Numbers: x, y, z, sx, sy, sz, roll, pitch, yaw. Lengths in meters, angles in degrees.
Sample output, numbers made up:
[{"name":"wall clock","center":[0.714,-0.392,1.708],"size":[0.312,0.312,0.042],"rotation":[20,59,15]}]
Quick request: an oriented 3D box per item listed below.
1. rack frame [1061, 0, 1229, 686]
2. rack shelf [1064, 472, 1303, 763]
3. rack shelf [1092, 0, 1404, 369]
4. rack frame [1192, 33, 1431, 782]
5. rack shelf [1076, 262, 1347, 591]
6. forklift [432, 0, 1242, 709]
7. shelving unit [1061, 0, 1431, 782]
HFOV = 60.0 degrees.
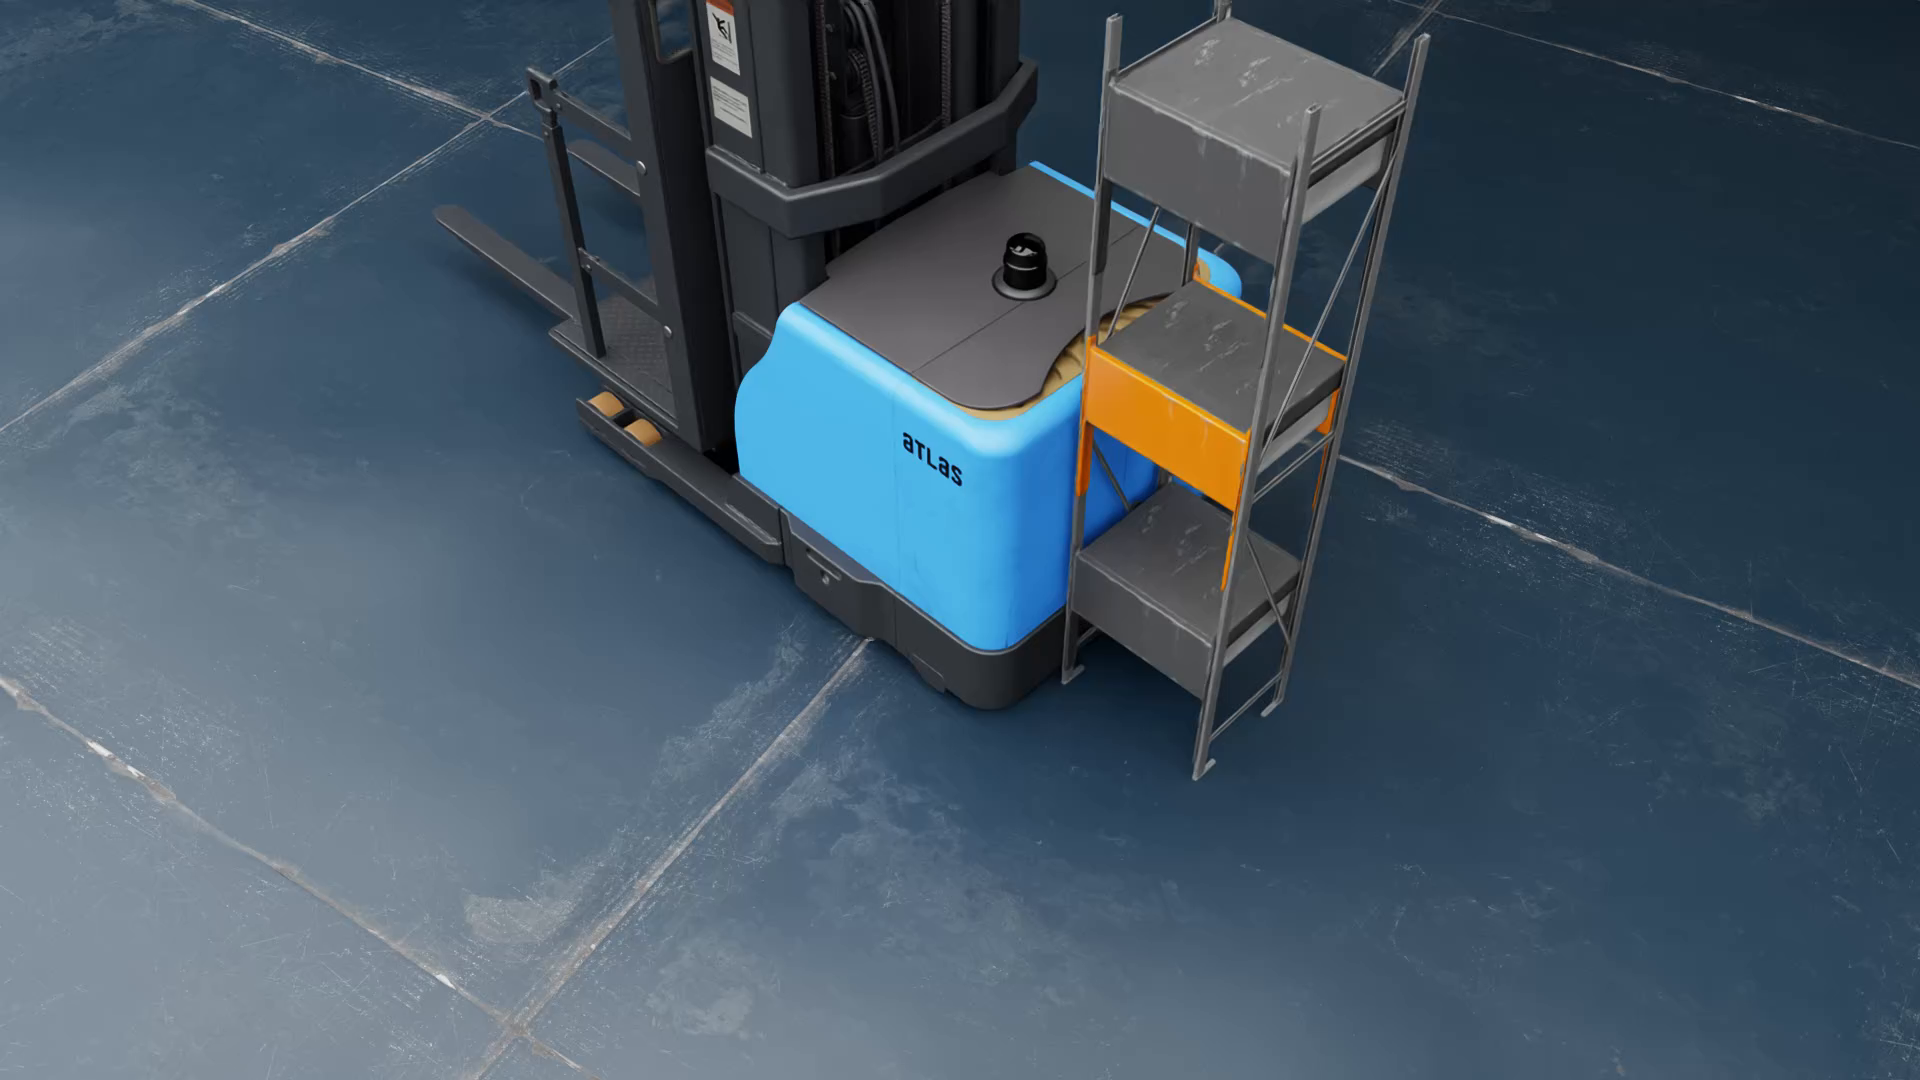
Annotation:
[{"name":"rack frame","center":[0.439,-0.413,4.188],"size":[0.015,2.100,0.400],"rotation":[35,55,29]},{"name":"rack shelf","center":[0.614,0.206,4.580],"size":[0.480,0.518,0.431],"rotation":[35,55,29]},{"name":"rack shelf","center":[0.614,-0.769,3.576],"size":[0.480,0.518,0.431],"rotation":[35,55,29]},{"name":"rack frame","center":[0.788,-0.168,3.950],"size":[0.015,2.100,0.400],"rotation":[35,55,29]},{"name":"rack shelf","center":[0.614,-0.281,4.078],"size":[0.480,0.518,0.431],"rotation":[35,55,29]},{"name":"forklift","center":[-0.628,-1.490,4.654],"size":[3.031,2.935,1.130],"rotation":[35,55,29]},{"name":"shelving unit","center":[0.614,-0.291,4.069],"size":[0.503,2.100,0.431],"rotation":[35,55,29]}]
